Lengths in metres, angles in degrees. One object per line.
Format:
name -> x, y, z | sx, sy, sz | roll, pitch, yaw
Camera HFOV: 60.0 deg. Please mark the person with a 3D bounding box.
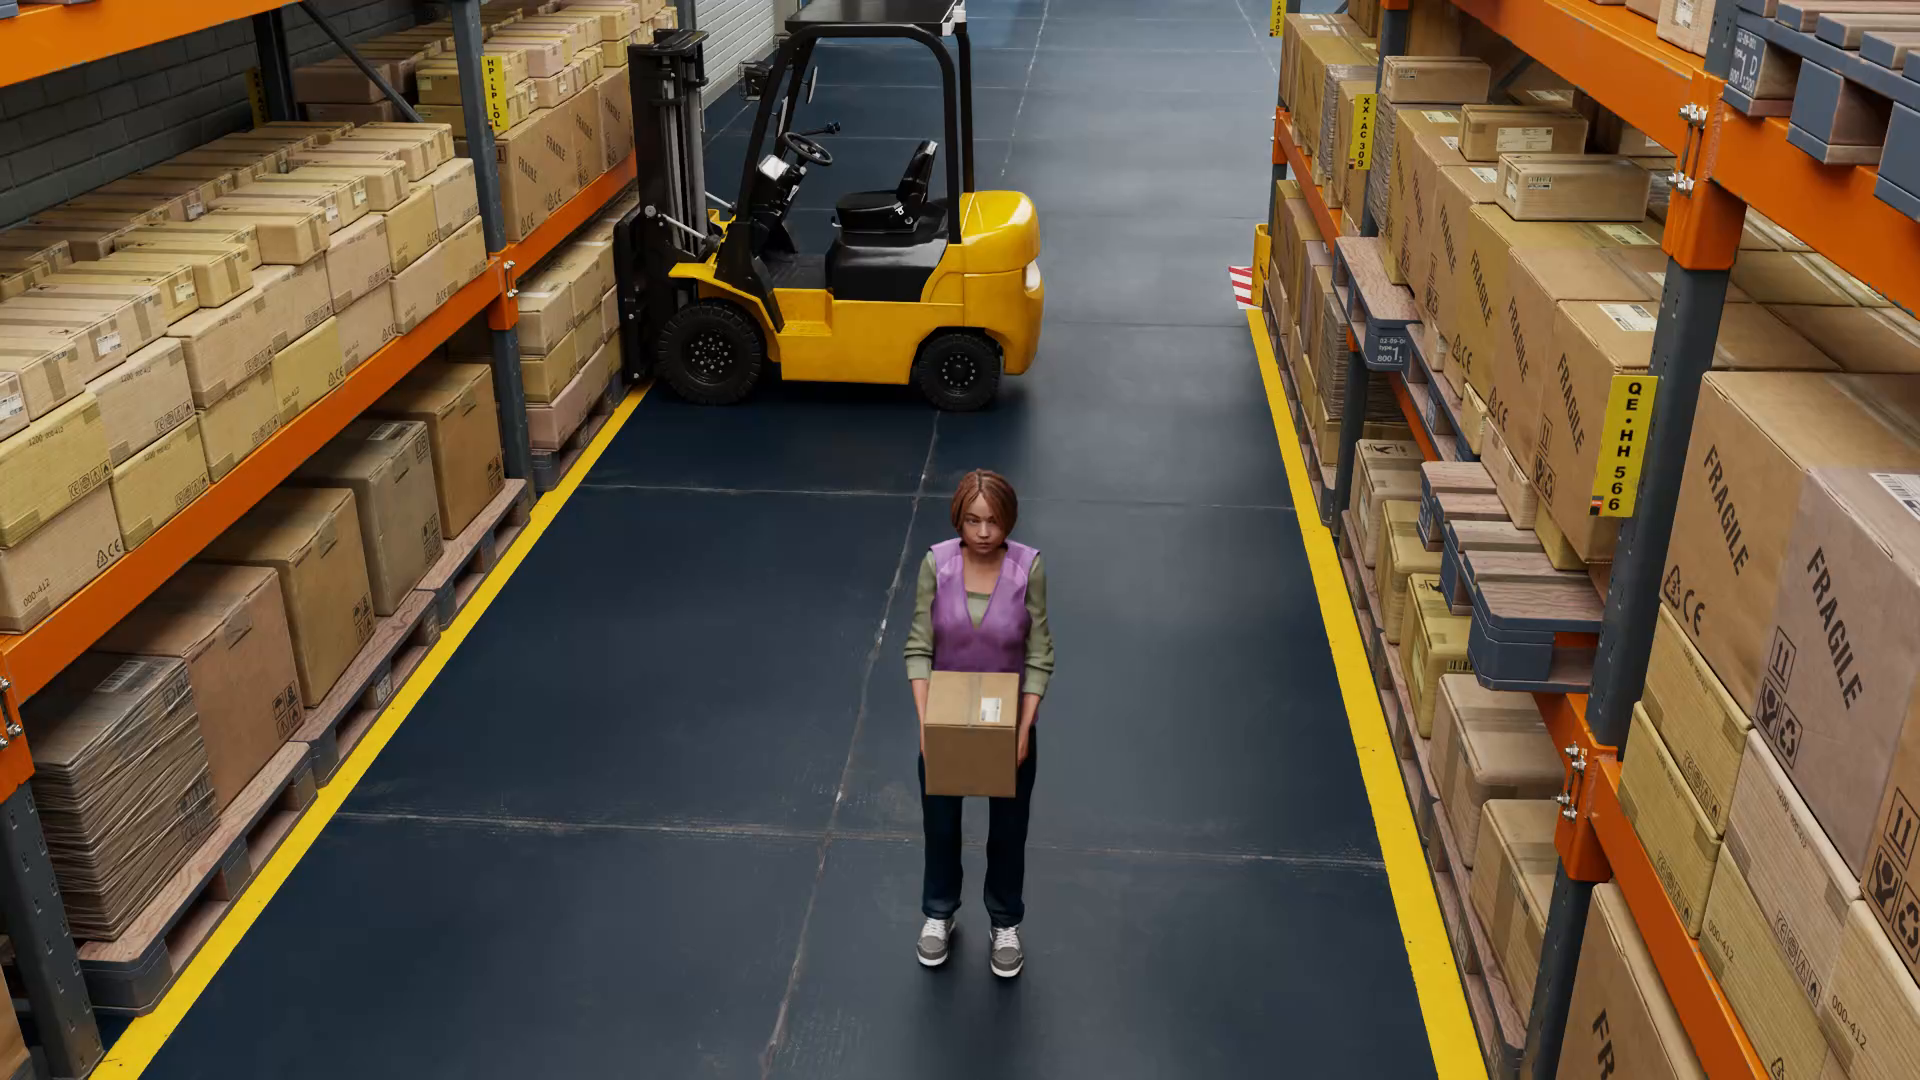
person -> 0.053, 0.571, 4.876 | 0.438, 1.602, 0.471 | 2, 25, 4
